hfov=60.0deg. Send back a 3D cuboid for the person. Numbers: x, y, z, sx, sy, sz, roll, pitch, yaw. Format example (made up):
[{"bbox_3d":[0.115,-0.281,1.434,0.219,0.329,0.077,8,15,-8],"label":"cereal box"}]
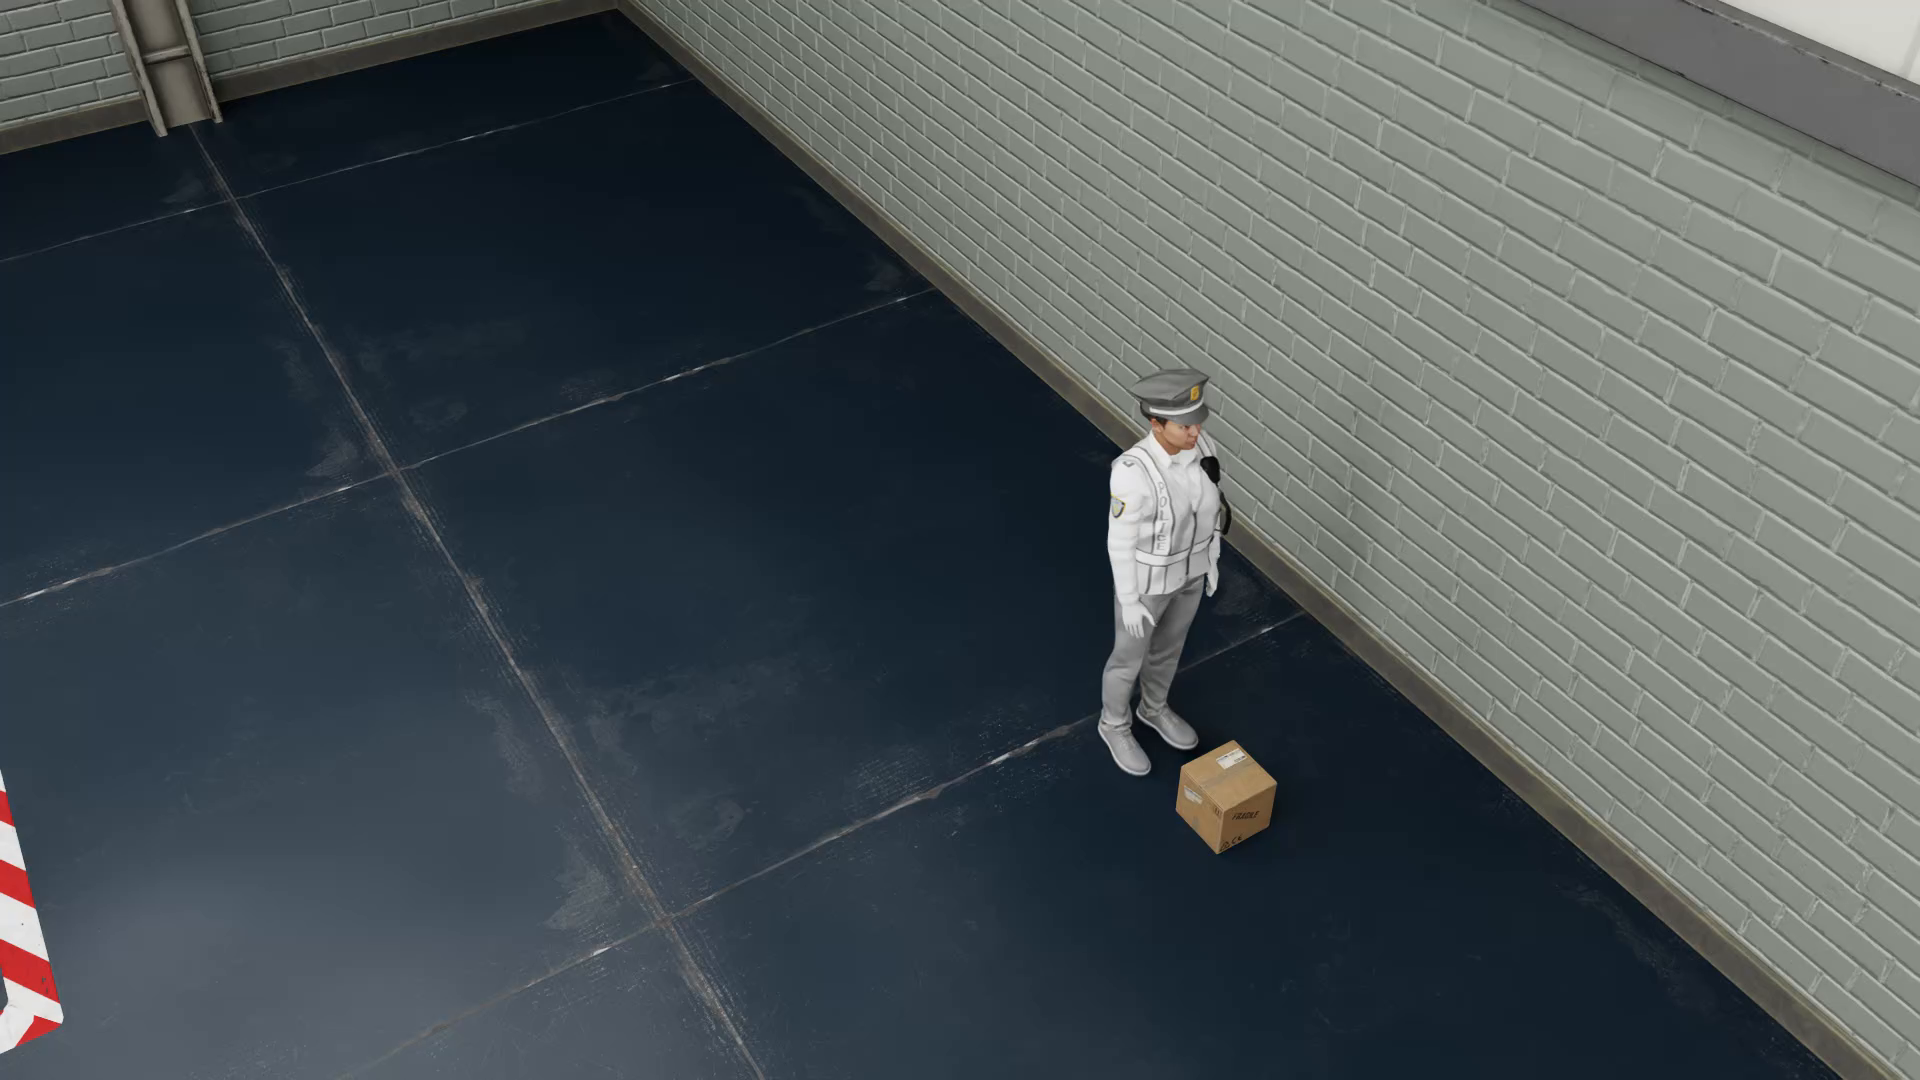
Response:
[{"bbox_3d":[0.733,0.118,5.978,0.498,1.705,0.376,-27,48,-27],"label":"person"}]
